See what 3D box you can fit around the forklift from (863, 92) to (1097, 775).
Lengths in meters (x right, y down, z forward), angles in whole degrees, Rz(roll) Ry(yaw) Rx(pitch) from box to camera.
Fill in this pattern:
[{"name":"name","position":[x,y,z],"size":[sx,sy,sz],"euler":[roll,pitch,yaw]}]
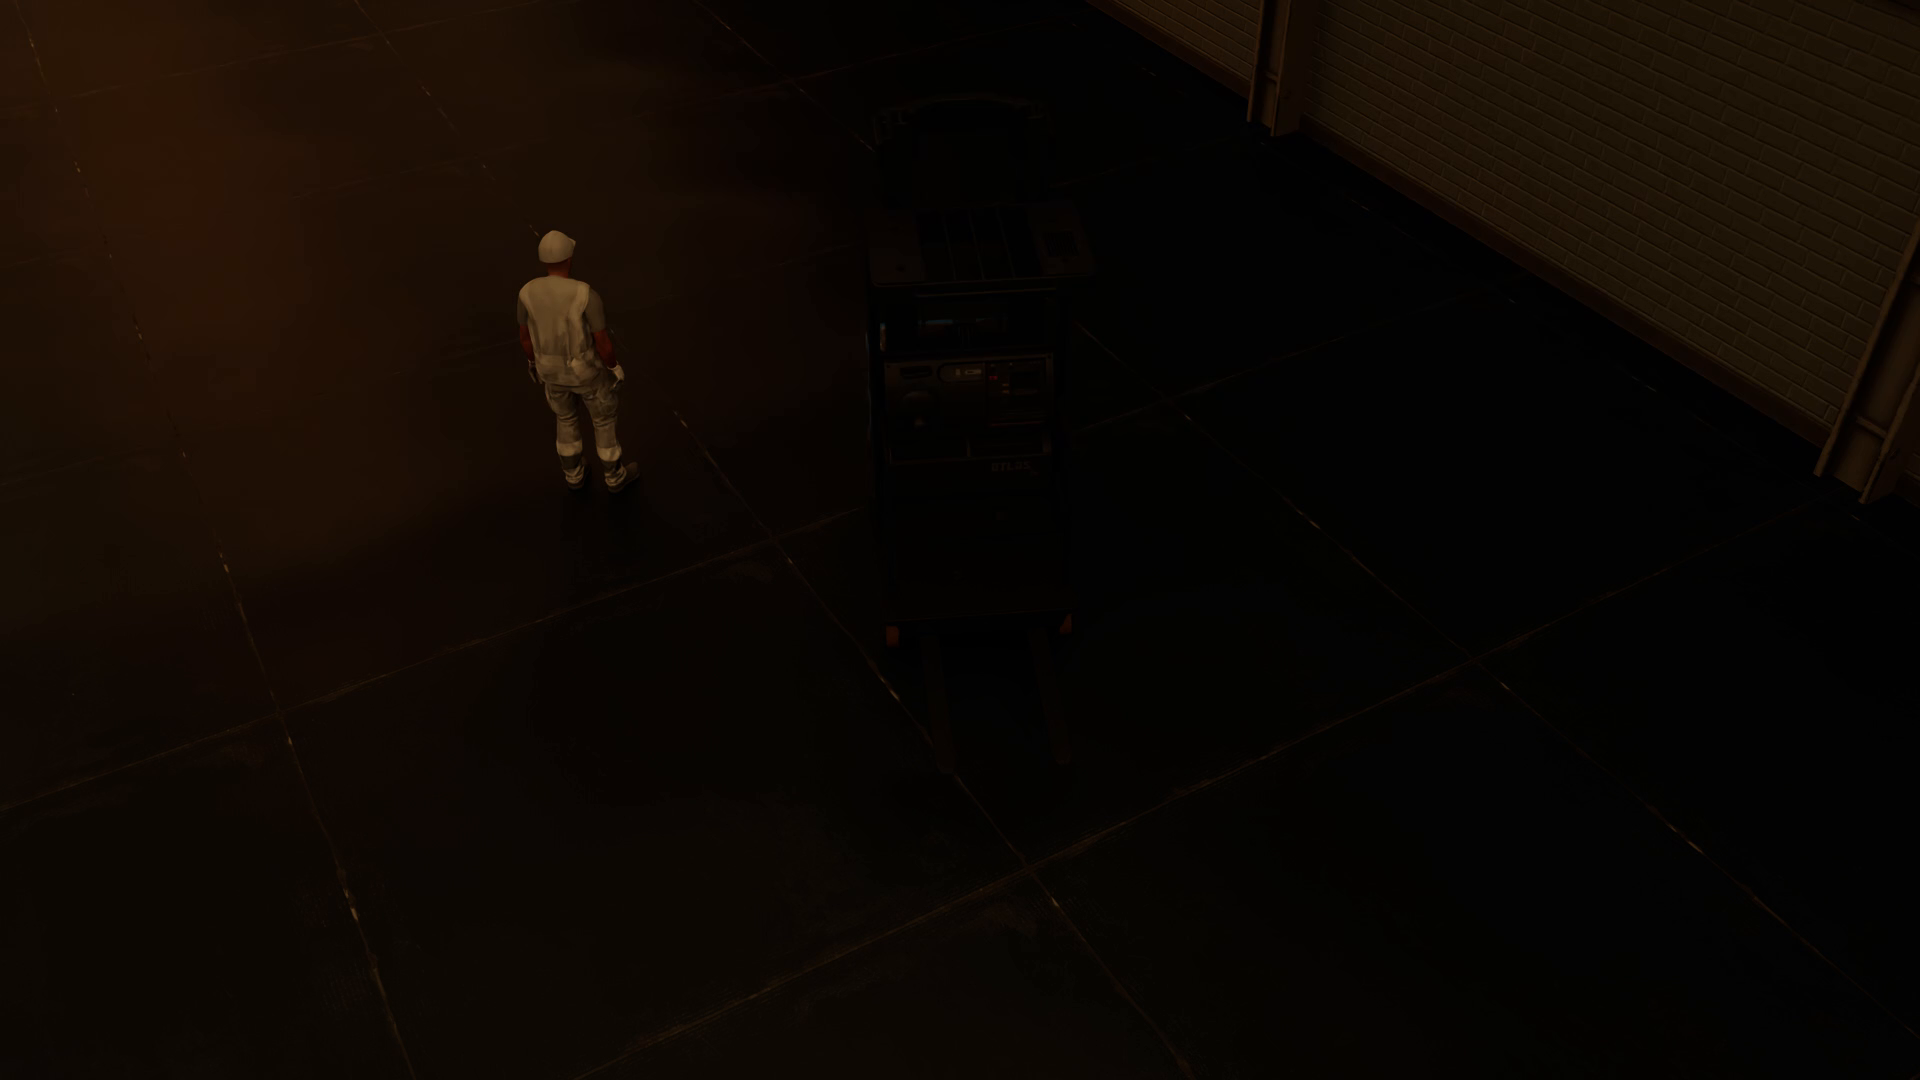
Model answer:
[{"name":"forklift","position":[0.076,-0.738,8.926],"size":[1.130,2.935,3.031],"euler":[-4,40,-5]}]

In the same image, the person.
[{"name":"person","position":[-2.367,-1.066,10.229],"size":[0.612,1.777,0.454],"euler":[7,40,8]}]
